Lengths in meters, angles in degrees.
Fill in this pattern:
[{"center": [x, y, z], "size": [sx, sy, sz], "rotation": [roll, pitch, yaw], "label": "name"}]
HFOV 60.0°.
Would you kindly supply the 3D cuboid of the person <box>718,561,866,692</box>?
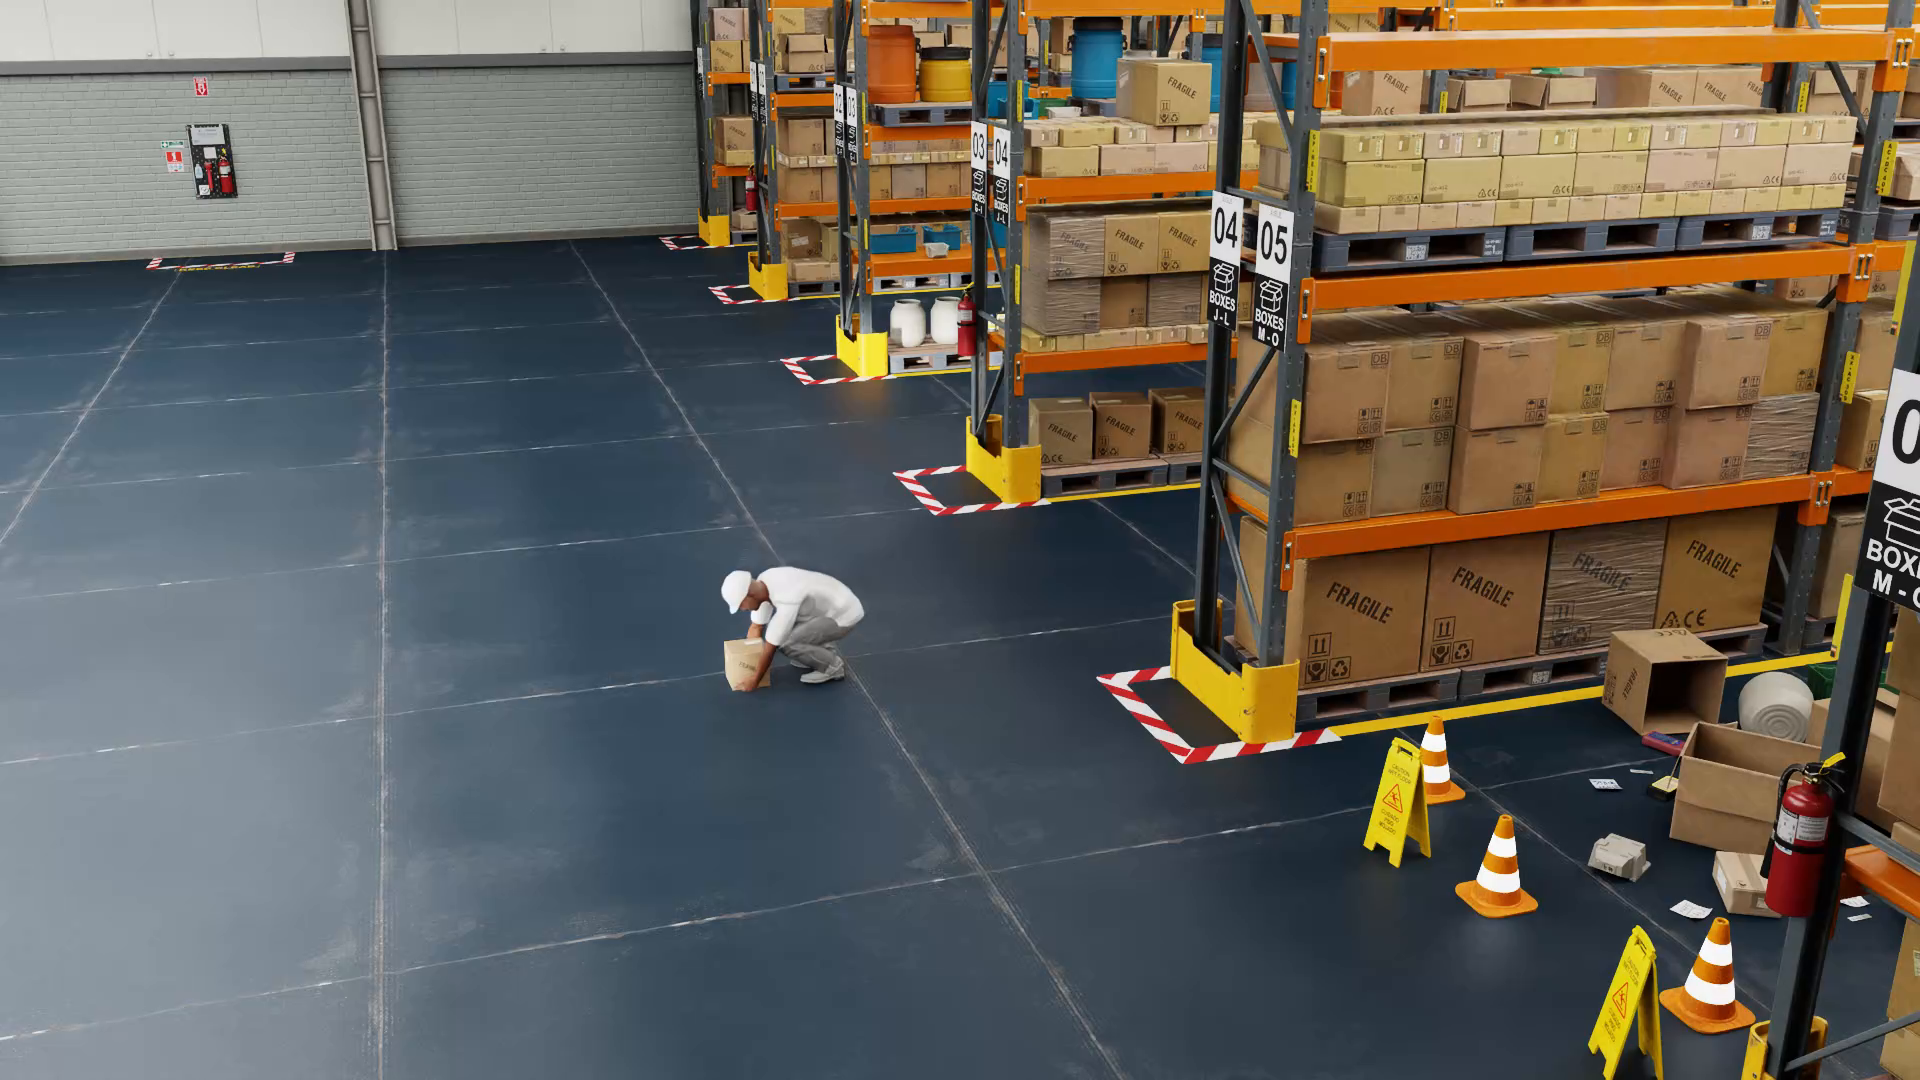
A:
[{"center": [-1.104, 0.547, 10.969], "size": [0.968, 0.810, 0.523], "rotation": [-7, 20, -19], "label": "person"}]
